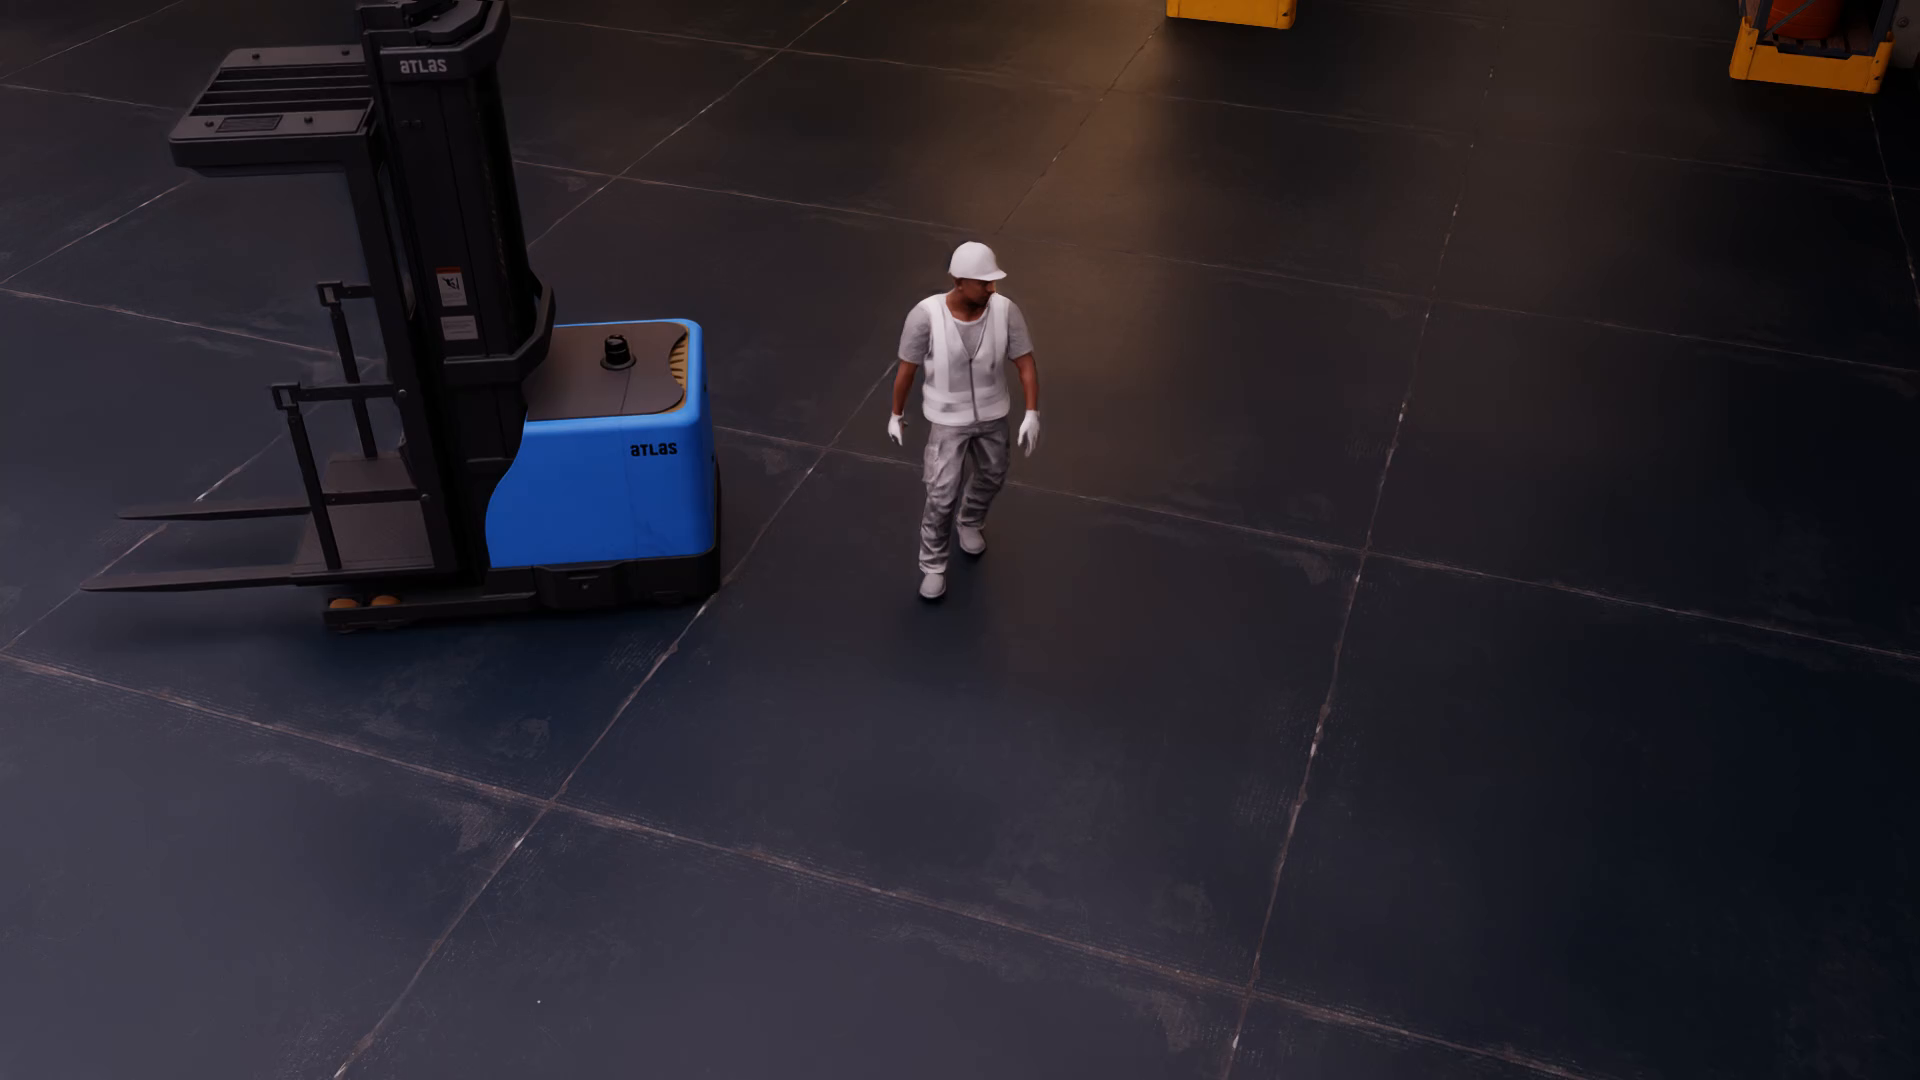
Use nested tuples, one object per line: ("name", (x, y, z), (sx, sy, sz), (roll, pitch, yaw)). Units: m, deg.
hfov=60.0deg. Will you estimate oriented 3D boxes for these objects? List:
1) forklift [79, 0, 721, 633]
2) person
("forklift", (-2.739, -1.072, 7.623), (3.031, 2.935, 1.130), (-4, 36, -5))
("person", (0.016, -0.590, 7.987), (0.691, 1.742, 0.624), (-12, 37, -16))
